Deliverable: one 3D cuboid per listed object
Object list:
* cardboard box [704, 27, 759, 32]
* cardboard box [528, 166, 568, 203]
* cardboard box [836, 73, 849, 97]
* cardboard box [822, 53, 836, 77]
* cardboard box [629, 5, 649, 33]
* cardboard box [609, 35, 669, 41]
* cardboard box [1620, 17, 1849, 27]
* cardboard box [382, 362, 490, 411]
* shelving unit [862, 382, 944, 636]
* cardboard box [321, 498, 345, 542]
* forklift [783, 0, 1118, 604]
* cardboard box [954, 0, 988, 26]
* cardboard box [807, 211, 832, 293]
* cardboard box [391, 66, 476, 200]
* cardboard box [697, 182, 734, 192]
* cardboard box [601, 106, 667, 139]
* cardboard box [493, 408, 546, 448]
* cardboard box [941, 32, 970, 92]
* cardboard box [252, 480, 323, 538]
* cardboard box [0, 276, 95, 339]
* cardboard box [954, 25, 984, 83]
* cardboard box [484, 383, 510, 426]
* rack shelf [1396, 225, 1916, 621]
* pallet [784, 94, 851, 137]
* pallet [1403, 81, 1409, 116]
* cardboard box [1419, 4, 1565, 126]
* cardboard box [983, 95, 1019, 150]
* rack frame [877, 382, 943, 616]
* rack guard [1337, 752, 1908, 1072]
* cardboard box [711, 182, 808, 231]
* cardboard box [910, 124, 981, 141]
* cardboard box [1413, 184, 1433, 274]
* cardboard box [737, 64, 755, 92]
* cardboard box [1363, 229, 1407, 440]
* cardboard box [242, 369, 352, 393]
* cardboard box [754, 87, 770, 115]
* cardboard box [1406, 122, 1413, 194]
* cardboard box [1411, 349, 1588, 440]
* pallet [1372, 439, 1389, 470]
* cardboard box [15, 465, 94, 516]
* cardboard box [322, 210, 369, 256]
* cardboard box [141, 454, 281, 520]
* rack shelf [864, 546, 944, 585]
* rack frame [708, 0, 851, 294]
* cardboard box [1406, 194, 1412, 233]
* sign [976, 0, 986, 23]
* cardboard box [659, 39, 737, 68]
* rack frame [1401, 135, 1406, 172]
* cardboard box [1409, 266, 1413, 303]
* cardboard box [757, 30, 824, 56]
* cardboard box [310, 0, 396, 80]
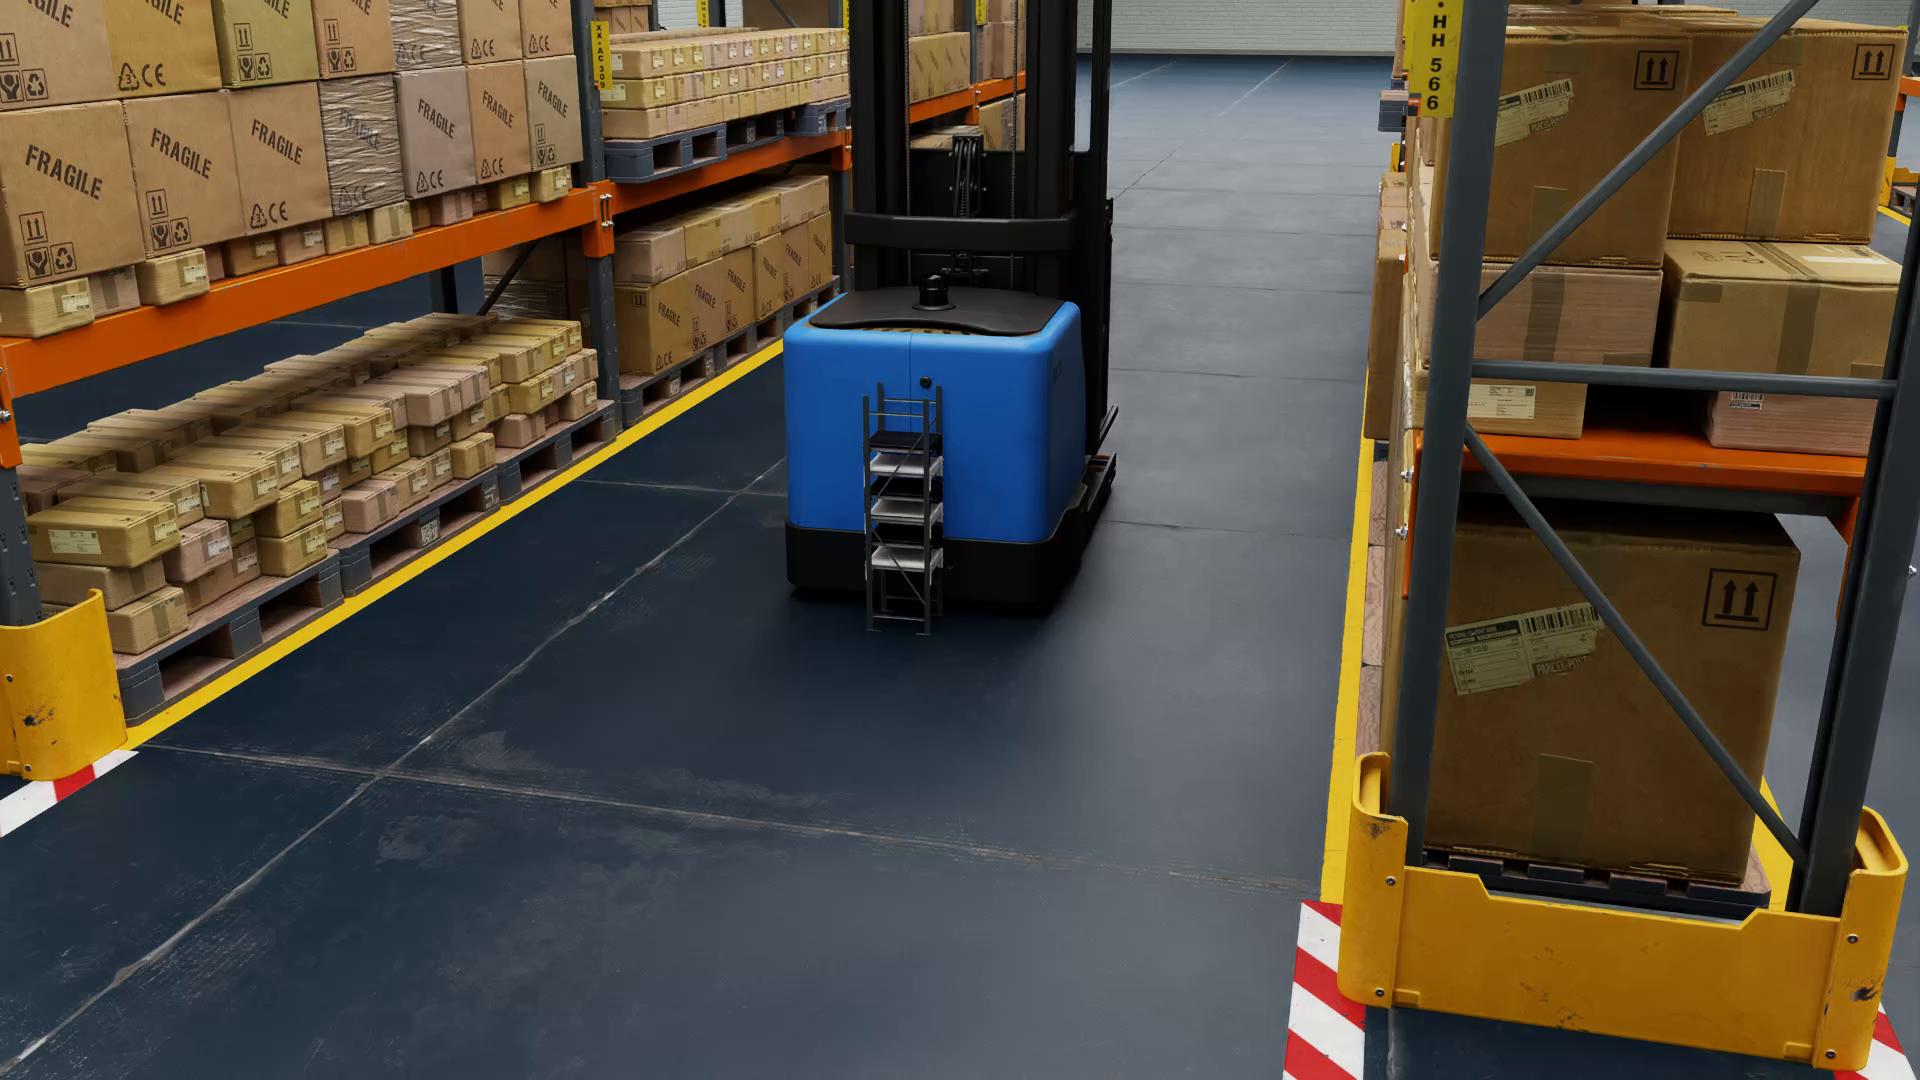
[{"bbox_3d":[-1.619,-3.496,11.601,0.380,0.149,0.250,5,19,13],"label":"cardboard box"},{"bbox_3d":[-2.094,-1.696,7.900,0.380,0.149,0.250,4,19,12],"label":"cardboard box"},{"bbox_3d":[-0.992,-3.155,11.522,0.380,0.149,0.250,5,19,14],"label":"cardboard box"},{"bbox_3d":[-1.060,-3.212,11.228,0.380,0.149,0.250,5,20,15],"label":"cardboard box"},{"bbox_3d":[-4.053,-6.129,19.875,0.500,0.500,0.500,4,19,12],"label":"cardboard box"},{"bbox_3d":[-2.002,-3.008,10.171,0.380,0.149,0.250,4,19,13],"label":"cardboard box"},{"bbox_3d":[2.135,-1.208,4.696,0.500,0.500,0.500,4,19,12],"label":"cardboard box"},{"bbox_3d":[-2.322,-0.682,7.384,0.380,0.149,0.250,4,19,11],"label":"cardboard box"},{"bbox_3d":[-0.206,-0.112,6.123,0.258,0.900,0.210,4,19,11],"label":"shelving unit"},{"bbox_3d":[-2.656,-0.073,6.520,0.380,0.149,0.250,5,19,14],"label":"cardboard box"},{"bbox_3d":[0.132,-1.586,7.297,1.130,2.935,3.031,4,19,11],"label":"forklift"},{"bbox_3d":[-0.216,-5.214,15.910,0.875,0.550,0.550,5,19,13],"label":"cardboard box"},{"bbox_3d":[-1.224,-2.055,11.780,0.500,0.500,0.500,5,19,13],"label":"cardboard box"},{"bbox_3d":[-2.389,-1.708,6.931,0.500,0.500,0.500,5,19,13],"label":"cardboard box"},{"bbox_3d":[-1.844,-2.280,11.281,0.500,0.250,0.500,4,19,13],"label":"cardboard box"},{"bbox_3d":[-1.752,-2.179,8.665,0.380,0.149,0.250,4,19,11],"label":"cardboard box"},{"bbox_3d":[-2.206,-0.549,7.915,0.380,0.149,0.250,4,19,12],"label":"cardboard box"},{"bbox_3d":[-0.208,-4.382,15.222,0.500,0.500,0.500,5,19,13],"label":"cardboard box"},{"bbox_3d":[-2.631,-0.129,6.227,0.380,0.149,0.250,5,20,15],"label":"cardboard box"},{"bbox_3d":[-2.875,-0.715,5.029,0.380,0.149,0.250,4,19,13],"label":"cardboard box"},{"bbox_3d":[-0.261,-4.707,16.095,0.875,0.550,0.550,5,19,13],"label":"cardboard box"},{"bbox_3d":[-2.322,-0.636,7.711,0.380,0.149,0.250,5,19,14],"label":"cardboard box"},{"bbox_3d":[2.002,-0.621,5.479,1.077,0.370,4.000,5,19,13],"label":"rack shelf"},{"bbox_3d":[-1.388,-2.943,11.460,1.213,0.211,1.003,5,19,13],"label":"pallet"},{"bbox_3d":[3.912,-3.375,12.725,1.003,0.211,1.213,5,19,13],"label":"pallet"},{"bbox_3d":[2.126,-1.883,6.672,0.500,0.500,0.500,5,19,13],"label":"cardboard box"},{"bbox_3d":[0.098,-4.187,17.443,0.875,0.875,0.875,5,19,14],"label":"cardboard box"},{"bbox_3d":[-0.185,-0.144,6.217,0.240,0.900,0.006,4,19,11],"label":"rack frame"},{"bbox_3d":[1.507,0.856,3.909,1.175,0.500,0.348,5,19,13],"label":"rack guard"},{"bbox_3d":[-1.343,-2.242,11.169,0.500,0.250,0.500,5,19,14],"label":"cardboard box"},{"bbox_3d":[-0.404,-3.452,15.484,1.050,0.750,0.750,5,19,13],"label":"cardboard box"},{"bbox_3d":[1.623,-0.896,4.942,0.500,0.250,0.500,4,19,12],"label":"cardboard box"},{"bbox_3d":[-1.436,-2.731,9.822,0.380,0.149,0.250,4,19,12],"label":"cardboard box"},{"bbox_3d":[2.628,-0.984,8.065,1.225,0.875,0.875,5,19,14],"label":"cardboard box"},{"bbox_3d":[-2.888,-0.638,7.255,0.380,0.149,0.250,4,19,11],"label":"cardboard box"},{"bbox_3d":[-1.374,-2.667,10.095,0.380,0.149,0.250,4,19,11],"label":"cardboard box"},{"bbox_3d":[2.468,-1.959,8.126,0.500,0.500,0.500,5,20,15],"label":"cardboard box"},{"bbox_3d":[1.281,-0.354,3.971,0.380,0.149,0.250,5,19,14],"label":"cardboard box"},{"bbox_3d":[2.606,-0.517,8.374,1.003,0.211,1.213,5,19,13],"label":"pallet"},{"bbox_3d":[-3.271,-0.150,5.825,0.380,0.149,0.250,5,19,14],"label":"cardboard box"},{"bbox_3d":[-2.543,-1.208,6.472,0.380,0.149,0.250,5,20,15],"label":"cardboard box"},{"bbox_3d":[-2.678,-0.191,5.948,0.380,0.149,0.250,5,19,13],"label":"cardboard box"},{"bbox_3d":[-0.206,0.090,6.192,0.258,0.077,0.200,4,19,11],"label":"rack shelf"},{"bbox_3d":[-1.317,-3.266,12.108,1.000,3.000,0.127,5,19,13],"label":"rack frame"},{"bbox_3d":[2.032,-1.321,6.803,0.380,0.149,0.250,4,19,12],"label":"cardboard box"},{"bbox_3d":[0.189,-4.990,15.487,0.100,0.325,0.005,5,19,13],"label":"sign"},{"bbox_3d":[-1.499,-2.787,9.524,0.380,0.149,0.250,4,19,13],"label":"cardboard box"},{"bbox_3d":[4.445,-4.096,14.539,1.000,3.000,0.127,5,19,13],"label":"rack frame"},{"bbox_3d":[1.655,-0.833,5.373,0.380,0.149,0.250,5,19,14],"label":"cardboard box"},{"bbox_3d":[-1.120,-3.277,10.958,0.380,0.149,0.250,5,20,15],"label":"cardboard box"},{"bbox_3d":[-2.518,-2.019,6.296,0.500,0.500,0.500,4,19,12],"label":"cardboard box"}]
